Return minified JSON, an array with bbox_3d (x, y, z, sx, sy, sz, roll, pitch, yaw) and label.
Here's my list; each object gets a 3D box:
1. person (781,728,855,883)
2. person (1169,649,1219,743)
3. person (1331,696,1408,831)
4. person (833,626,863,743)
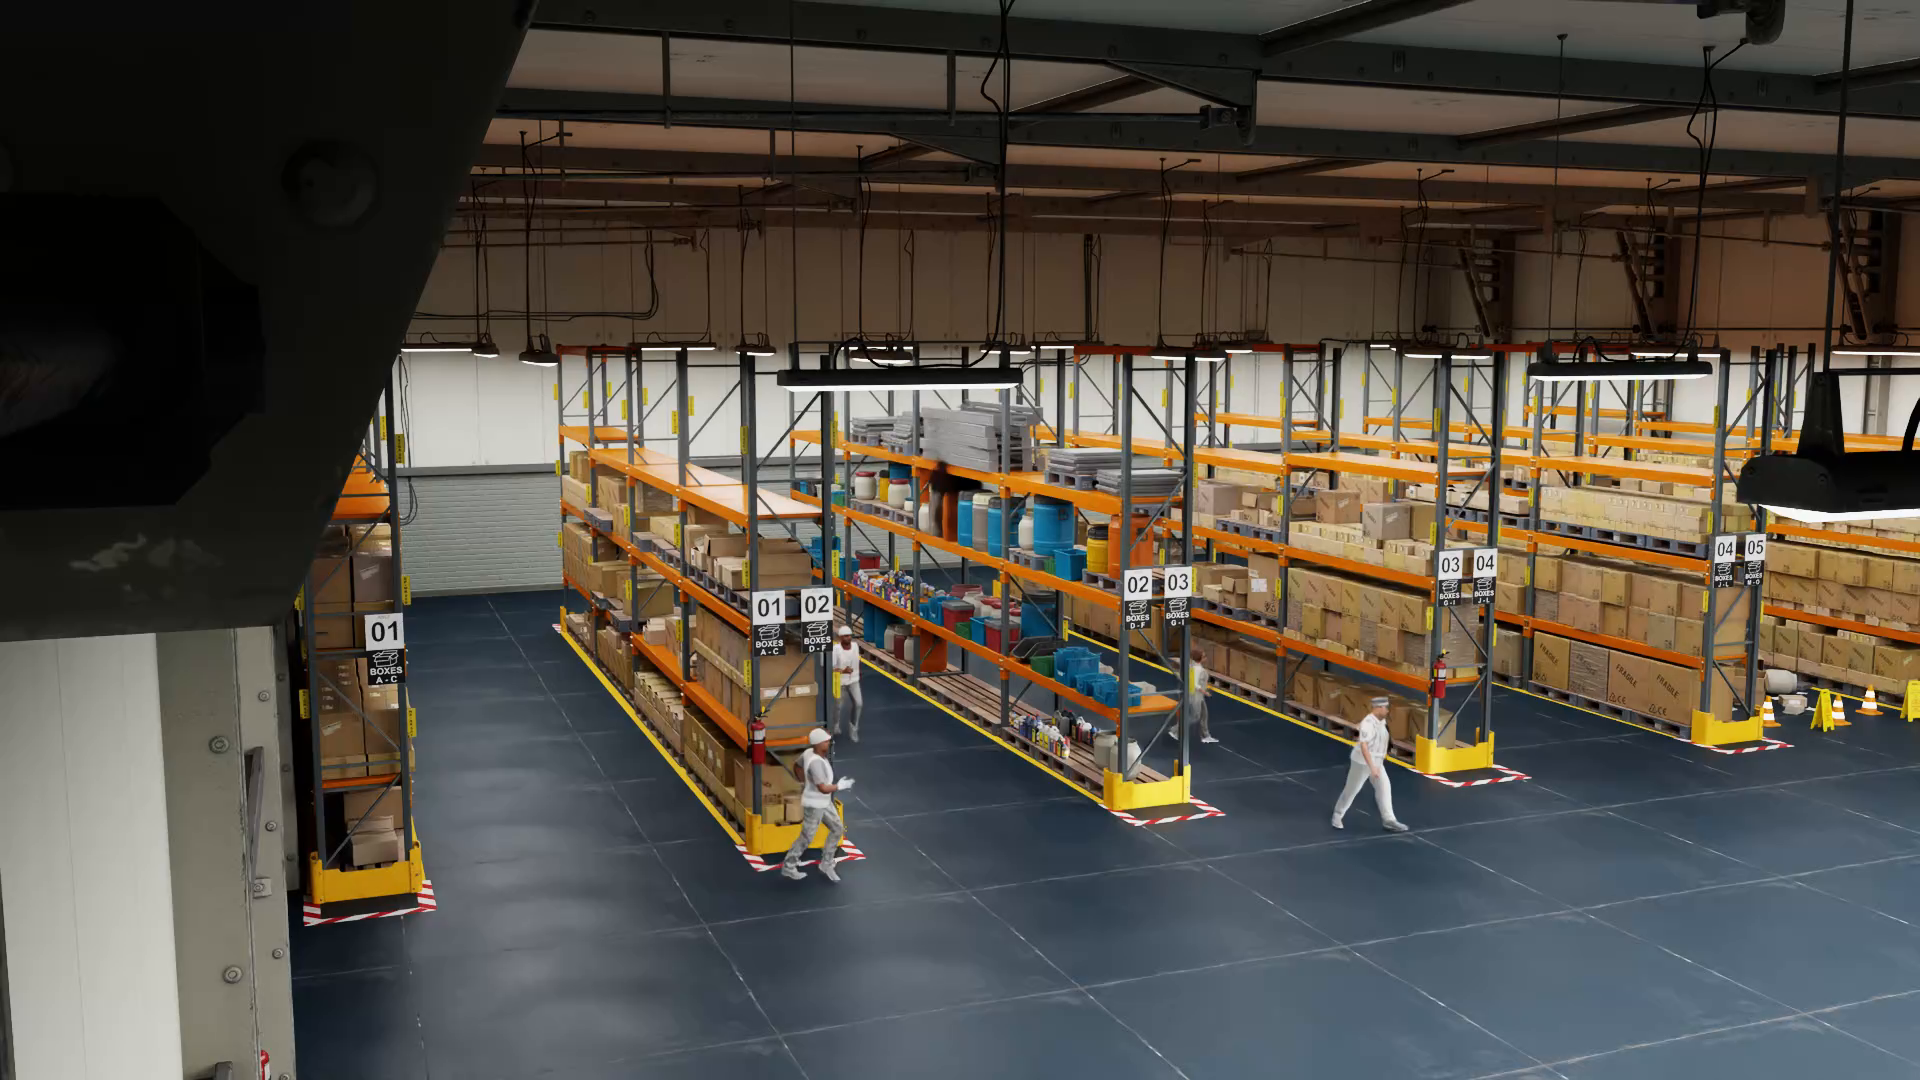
[{"bbox_3d":[-1.622,3.048,18.979,0.856,1.836,0.642,0,7,3],"label":"person"},{"bbox_3d":[3.553,2.378,25.132,0.774,1.541,0.642,1,7,6],"label":"person"},{"bbox_3d":[5.196,2.816,21.041,0.910,1.705,0.693,6,9,38],"label":"person"},{"bbox_3d":[-1.750,2.216,25.605,0.663,1.811,0.830,-4,8,-27],"label":"person"}]
